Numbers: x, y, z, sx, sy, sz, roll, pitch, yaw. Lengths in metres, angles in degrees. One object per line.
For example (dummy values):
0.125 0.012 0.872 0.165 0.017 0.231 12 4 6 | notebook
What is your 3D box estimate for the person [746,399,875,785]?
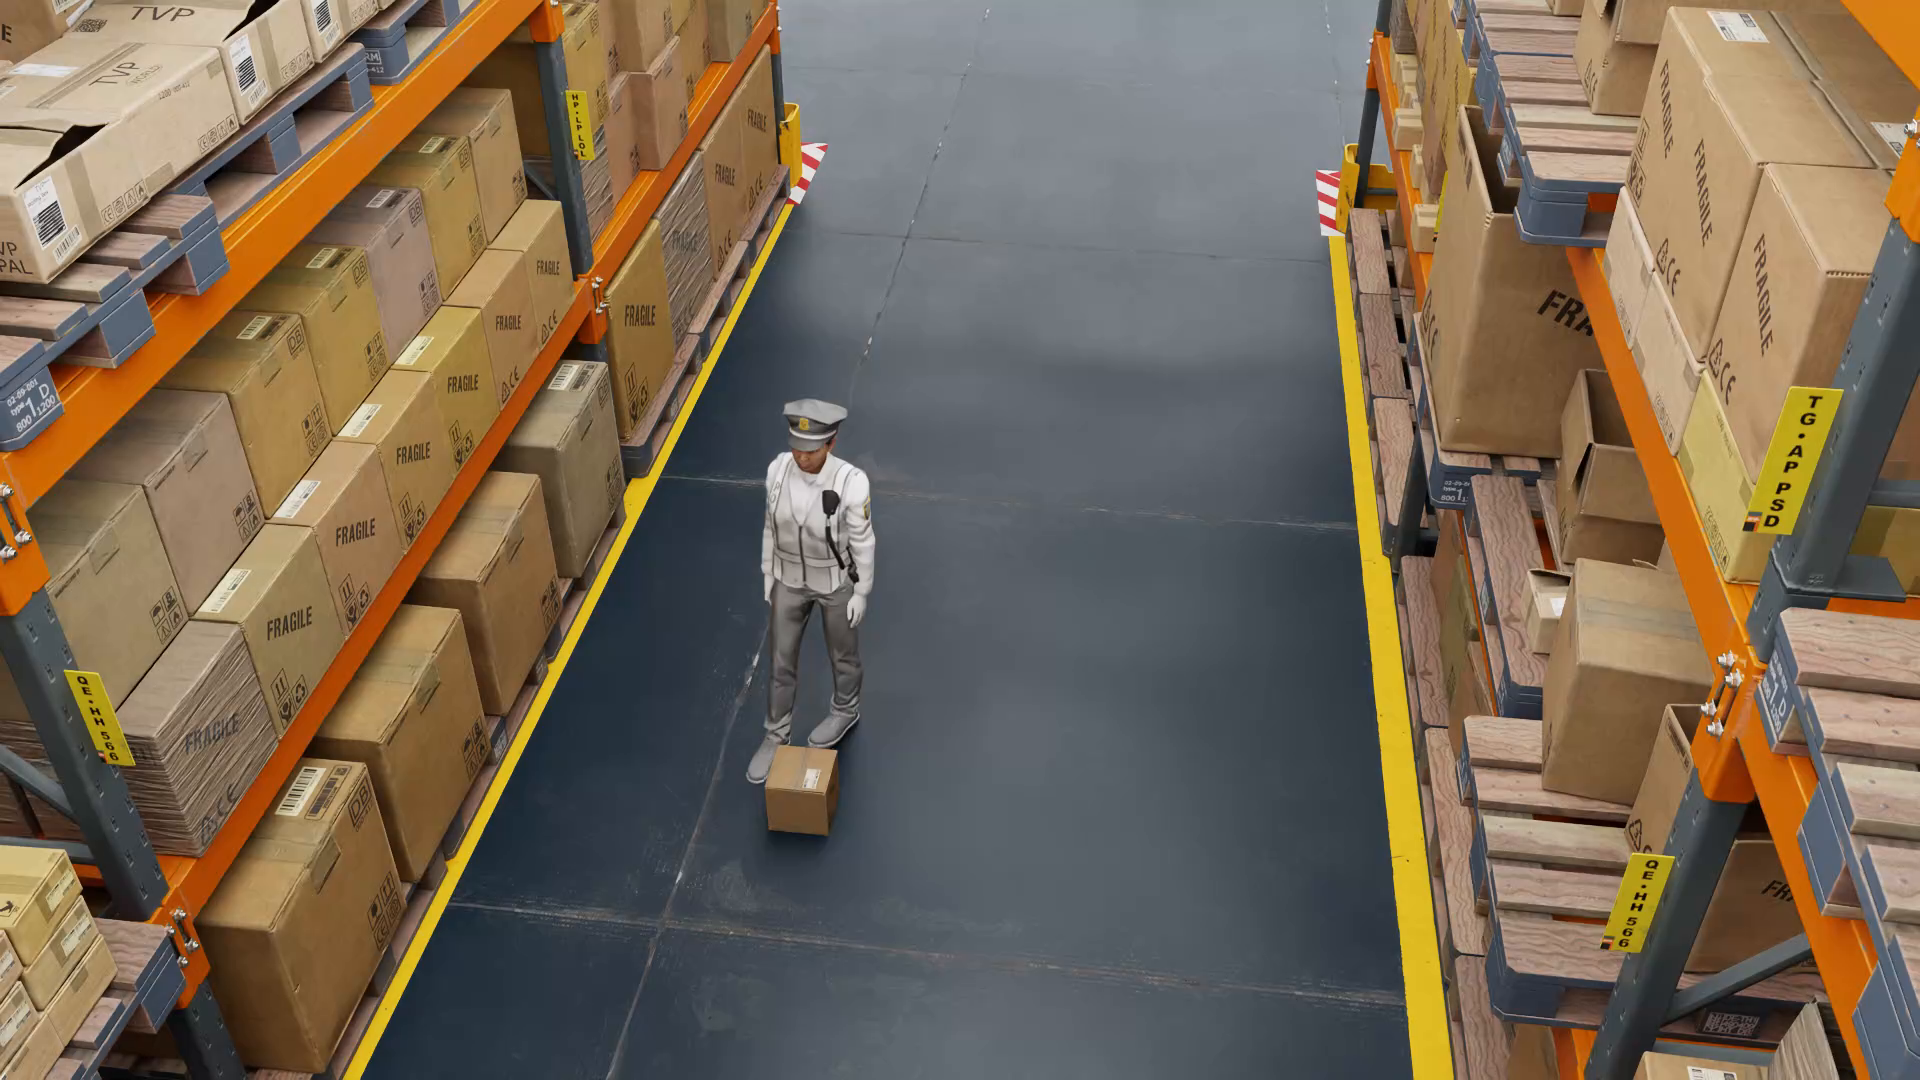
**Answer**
-0.620 0.233 6.694 0.485 1.678 0.560 10 38 13 | person
